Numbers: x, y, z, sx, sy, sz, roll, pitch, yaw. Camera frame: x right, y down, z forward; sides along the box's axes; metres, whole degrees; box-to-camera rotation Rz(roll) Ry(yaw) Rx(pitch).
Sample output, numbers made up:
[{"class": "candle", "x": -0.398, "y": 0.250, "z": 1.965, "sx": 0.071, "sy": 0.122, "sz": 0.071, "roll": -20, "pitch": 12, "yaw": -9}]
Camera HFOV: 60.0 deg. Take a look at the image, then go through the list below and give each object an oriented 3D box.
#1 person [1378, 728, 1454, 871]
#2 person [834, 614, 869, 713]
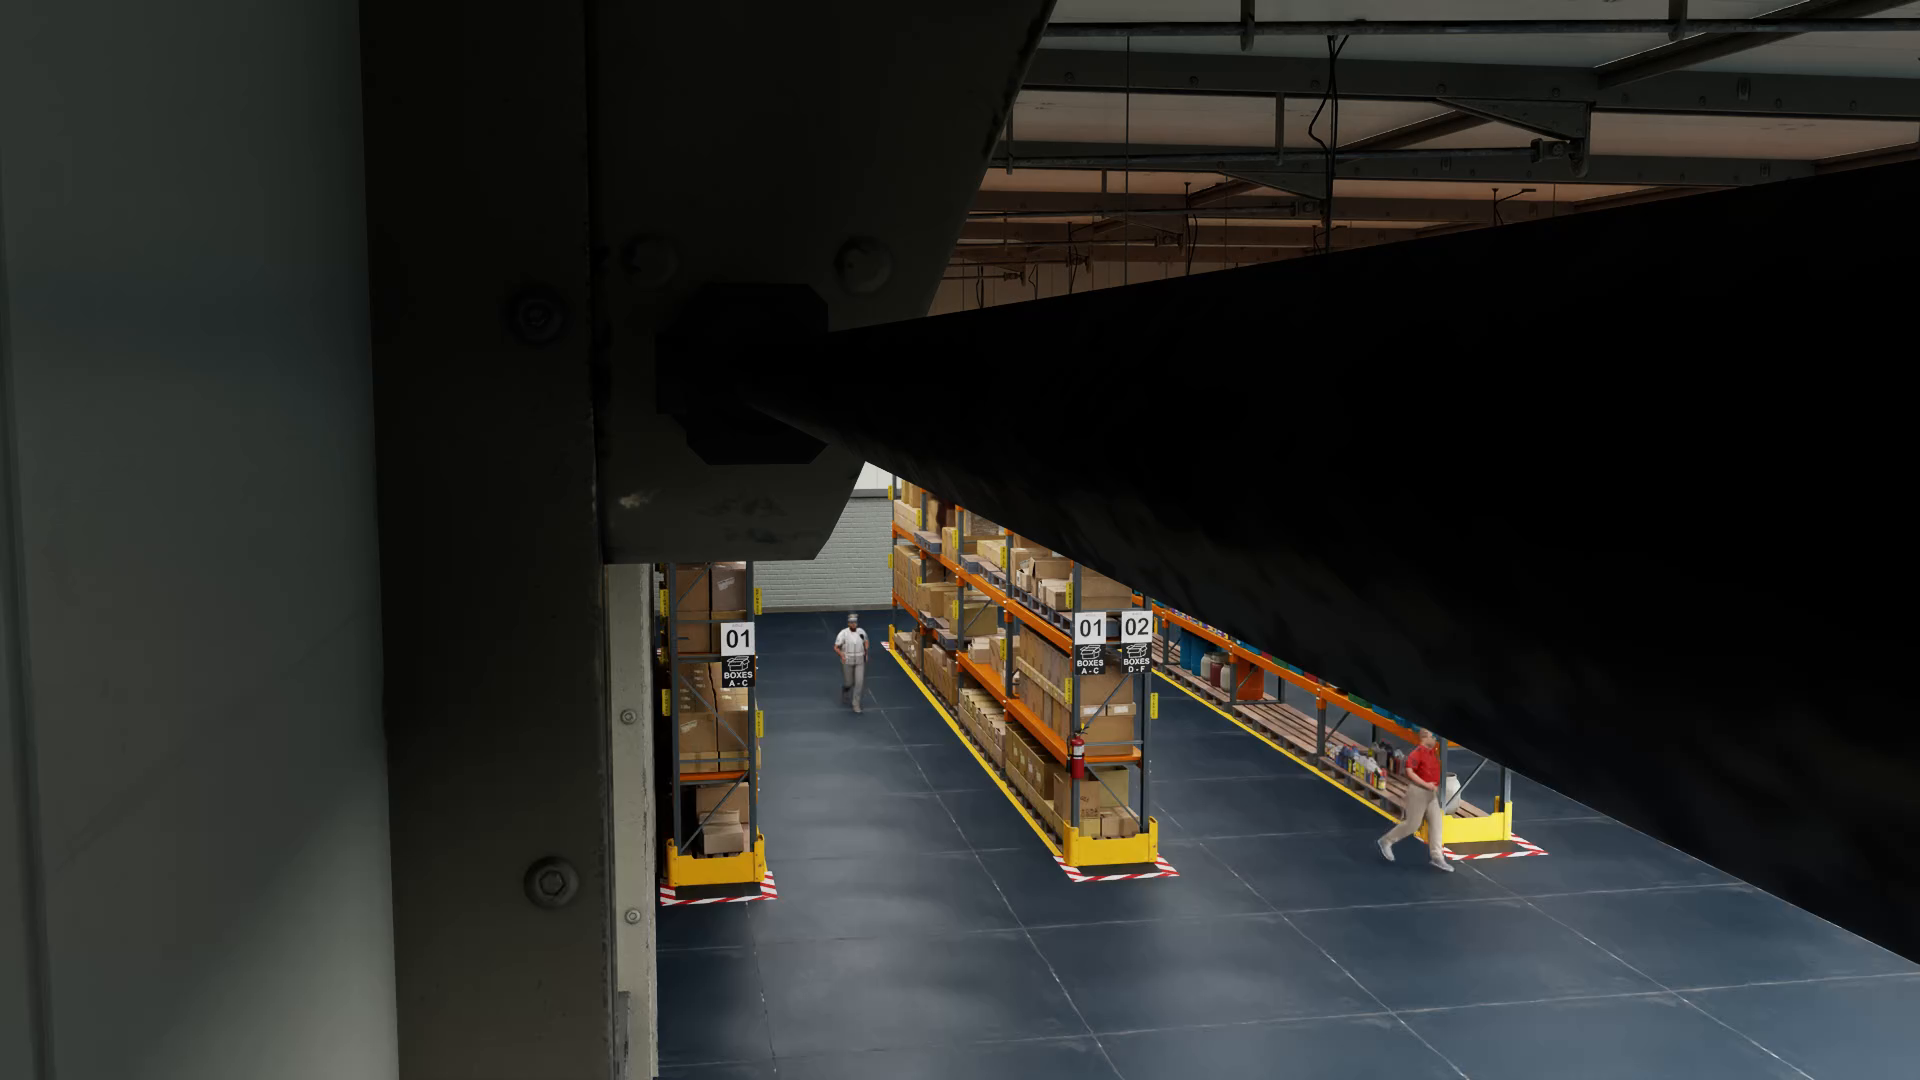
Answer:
[{"class": "person", "x": 5.838, "y": 3.223, "z": 20.911, "sx": 0.971, "sy": 1.703, "sz": 0.738, "roll": 5, "pitch": 8, "yaw": 41}, {"class": "person", "x": -1.947, "y": 2.207, "z": 30.206, "sx": 0.668, "sy": 1.767, "sz": 0.821, "roll": -2, "pitch": 6, "yaw": -15}]
